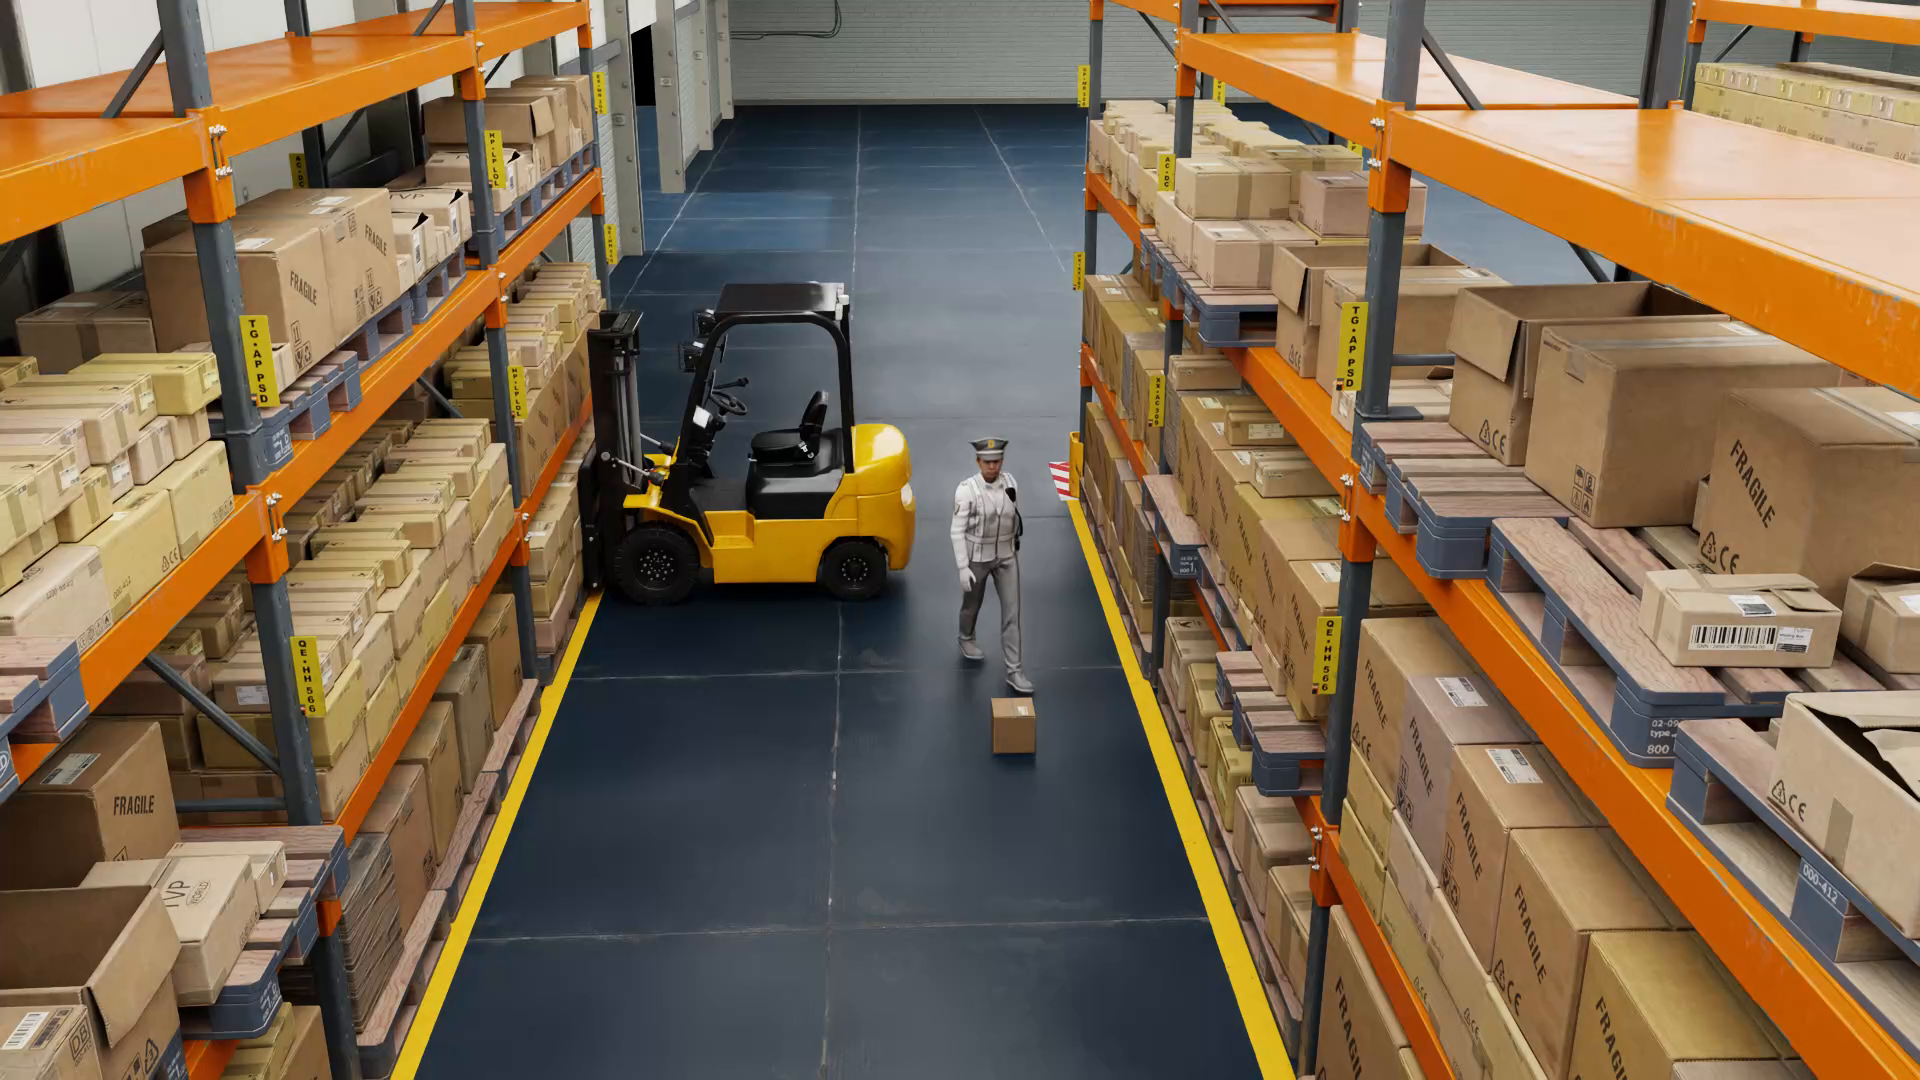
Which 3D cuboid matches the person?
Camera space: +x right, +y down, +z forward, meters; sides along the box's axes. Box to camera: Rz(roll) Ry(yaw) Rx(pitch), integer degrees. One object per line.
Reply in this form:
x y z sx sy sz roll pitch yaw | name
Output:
0.188 0.115 10.735 0.514 1.641 0.905 -7 22 -19 | person
